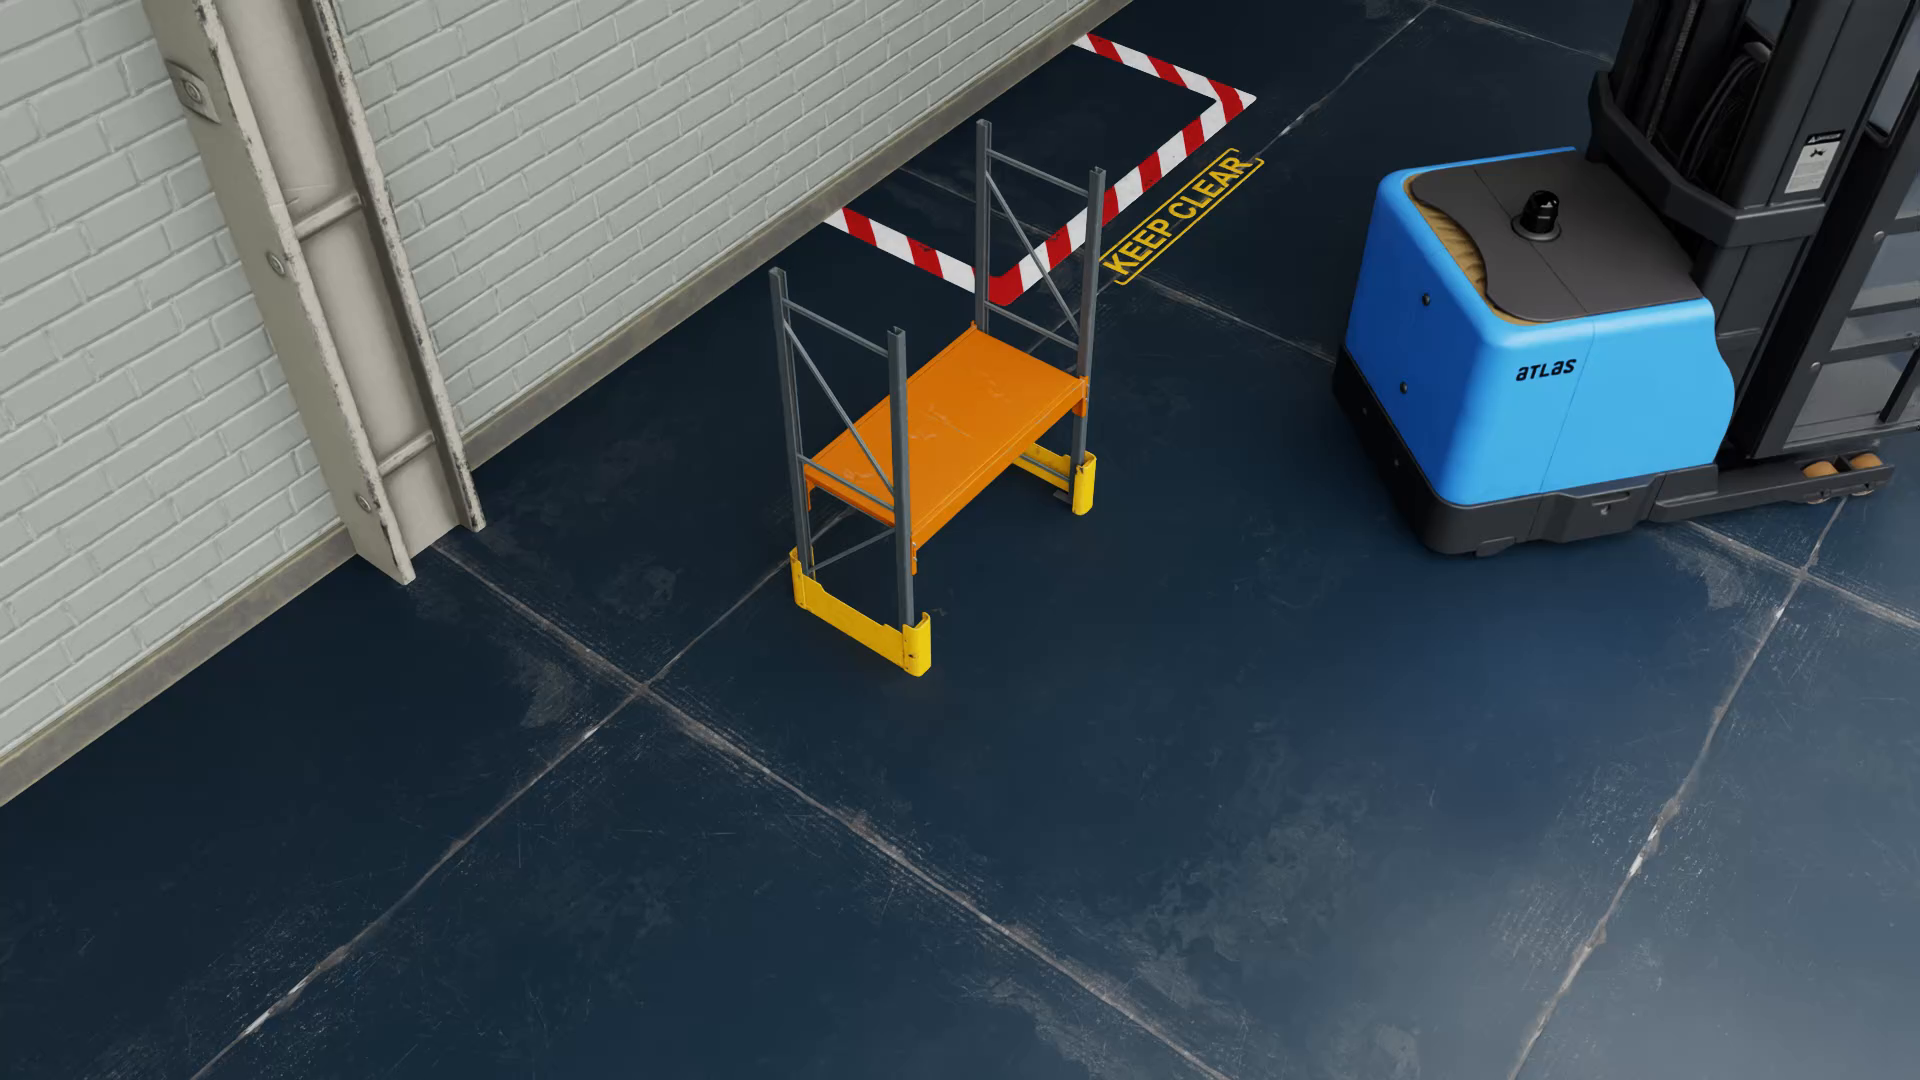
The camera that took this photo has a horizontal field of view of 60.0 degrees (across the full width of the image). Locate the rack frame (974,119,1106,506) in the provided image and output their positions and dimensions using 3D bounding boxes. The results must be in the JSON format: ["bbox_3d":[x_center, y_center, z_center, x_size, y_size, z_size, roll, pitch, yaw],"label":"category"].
[{"bbox_3d":[0.259,-0.760,5.939,0.500,1.500,0.032,29,53,25],"label":"rack frame"}]

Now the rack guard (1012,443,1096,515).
[{"bbox_3d":[0.258,-0.328,6.390,0.587,0.250,0.087,29,53,25],"label":"rack guard"}]

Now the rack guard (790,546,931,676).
[{"bbox_3d":[-0.351,0.242,5.846,0.587,0.250,0.087,29,53,25],"label":"rack guard"}]

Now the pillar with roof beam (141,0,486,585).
[{"bbox_3d":[1.372,-1.218,1.191,9.100,9.000,0.400,29,53,25],"label":"pillar with roof beam"}]

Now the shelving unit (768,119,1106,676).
[{"bbox_3d":[-0.047,-0.474,5.666,0.587,1.500,1.083,29,53,25],"label":"shelving unit"}]

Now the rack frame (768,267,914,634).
[{"bbox_3d":[-0.363,-0.178,5.383,0.500,1.500,0.032,29,53,25],"label":"rack frame"}]

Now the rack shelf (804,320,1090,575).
[{"bbox_3d":[-0.052,-0.345,5.791,0.538,0.185,1.000,29,53,25],"label":"rack shelf"}]

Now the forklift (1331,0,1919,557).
[{"bbox_3d":[3.078,-1.514,5.670,3.031,2.935,1.130,-10,47,-9],"label":"forklift"}]
